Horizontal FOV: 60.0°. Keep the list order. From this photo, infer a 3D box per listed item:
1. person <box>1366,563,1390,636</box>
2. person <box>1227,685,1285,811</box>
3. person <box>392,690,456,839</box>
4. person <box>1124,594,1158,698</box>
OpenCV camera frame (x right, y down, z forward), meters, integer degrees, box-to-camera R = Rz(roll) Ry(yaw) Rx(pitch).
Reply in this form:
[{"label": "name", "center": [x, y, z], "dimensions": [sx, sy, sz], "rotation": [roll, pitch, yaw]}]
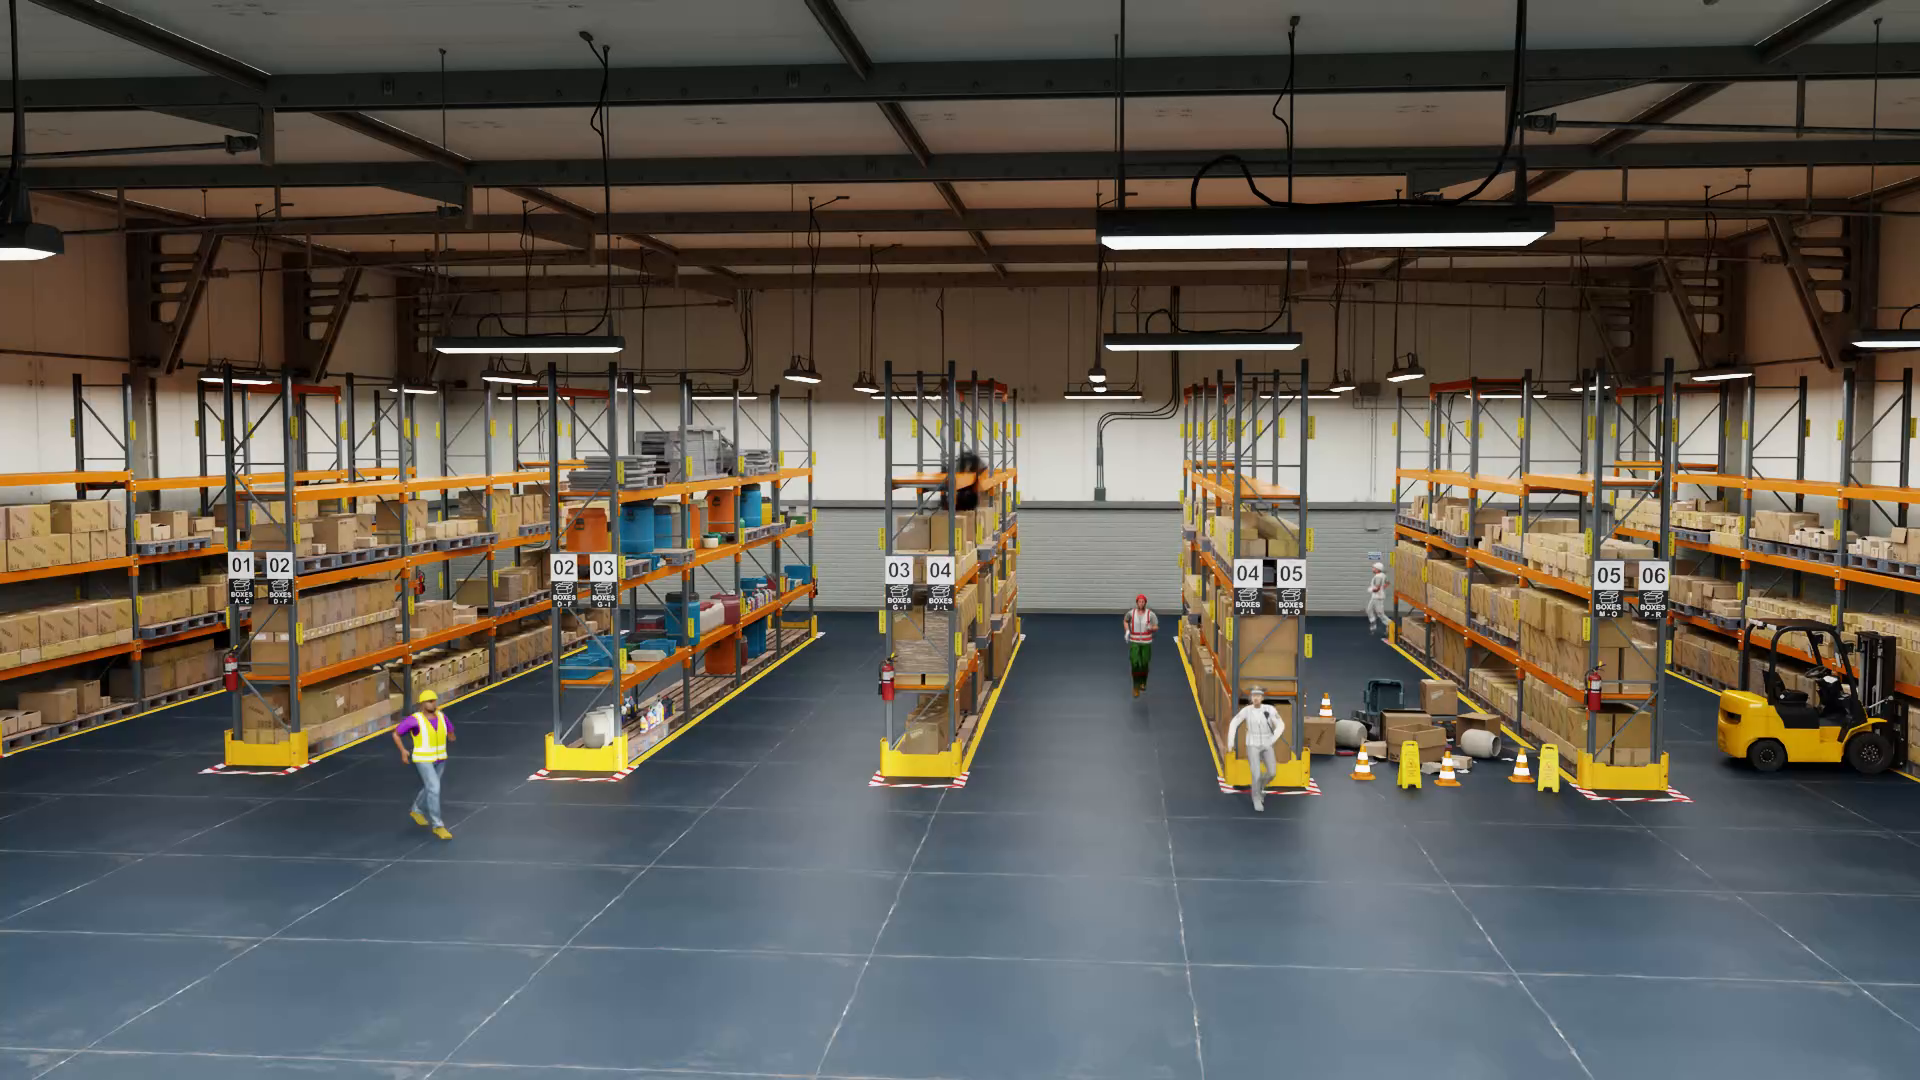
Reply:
[{"label": "person", "center": [10.197, 1.468, 40.377], "dimensions": [0.664, 1.844, 0.695], "rotation": [1, 4, 19]}, {"label": "person", "center": [3.932, 2.746, 22.058], "dimensions": [0.753, 1.665, 0.498], "rotation": [0, 4, -5]}, {"label": "person", "center": [-6.547, 2.740, 20.552], "dimensions": [0.917, 1.783, 0.690], "rotation": [2, 4, 33]}, {"label": "person", "center": [3.280, 1.911, 30.171], "dimensions": [0.631, 1.856, 0.737], "rotation": [0, 4, 6]}]
